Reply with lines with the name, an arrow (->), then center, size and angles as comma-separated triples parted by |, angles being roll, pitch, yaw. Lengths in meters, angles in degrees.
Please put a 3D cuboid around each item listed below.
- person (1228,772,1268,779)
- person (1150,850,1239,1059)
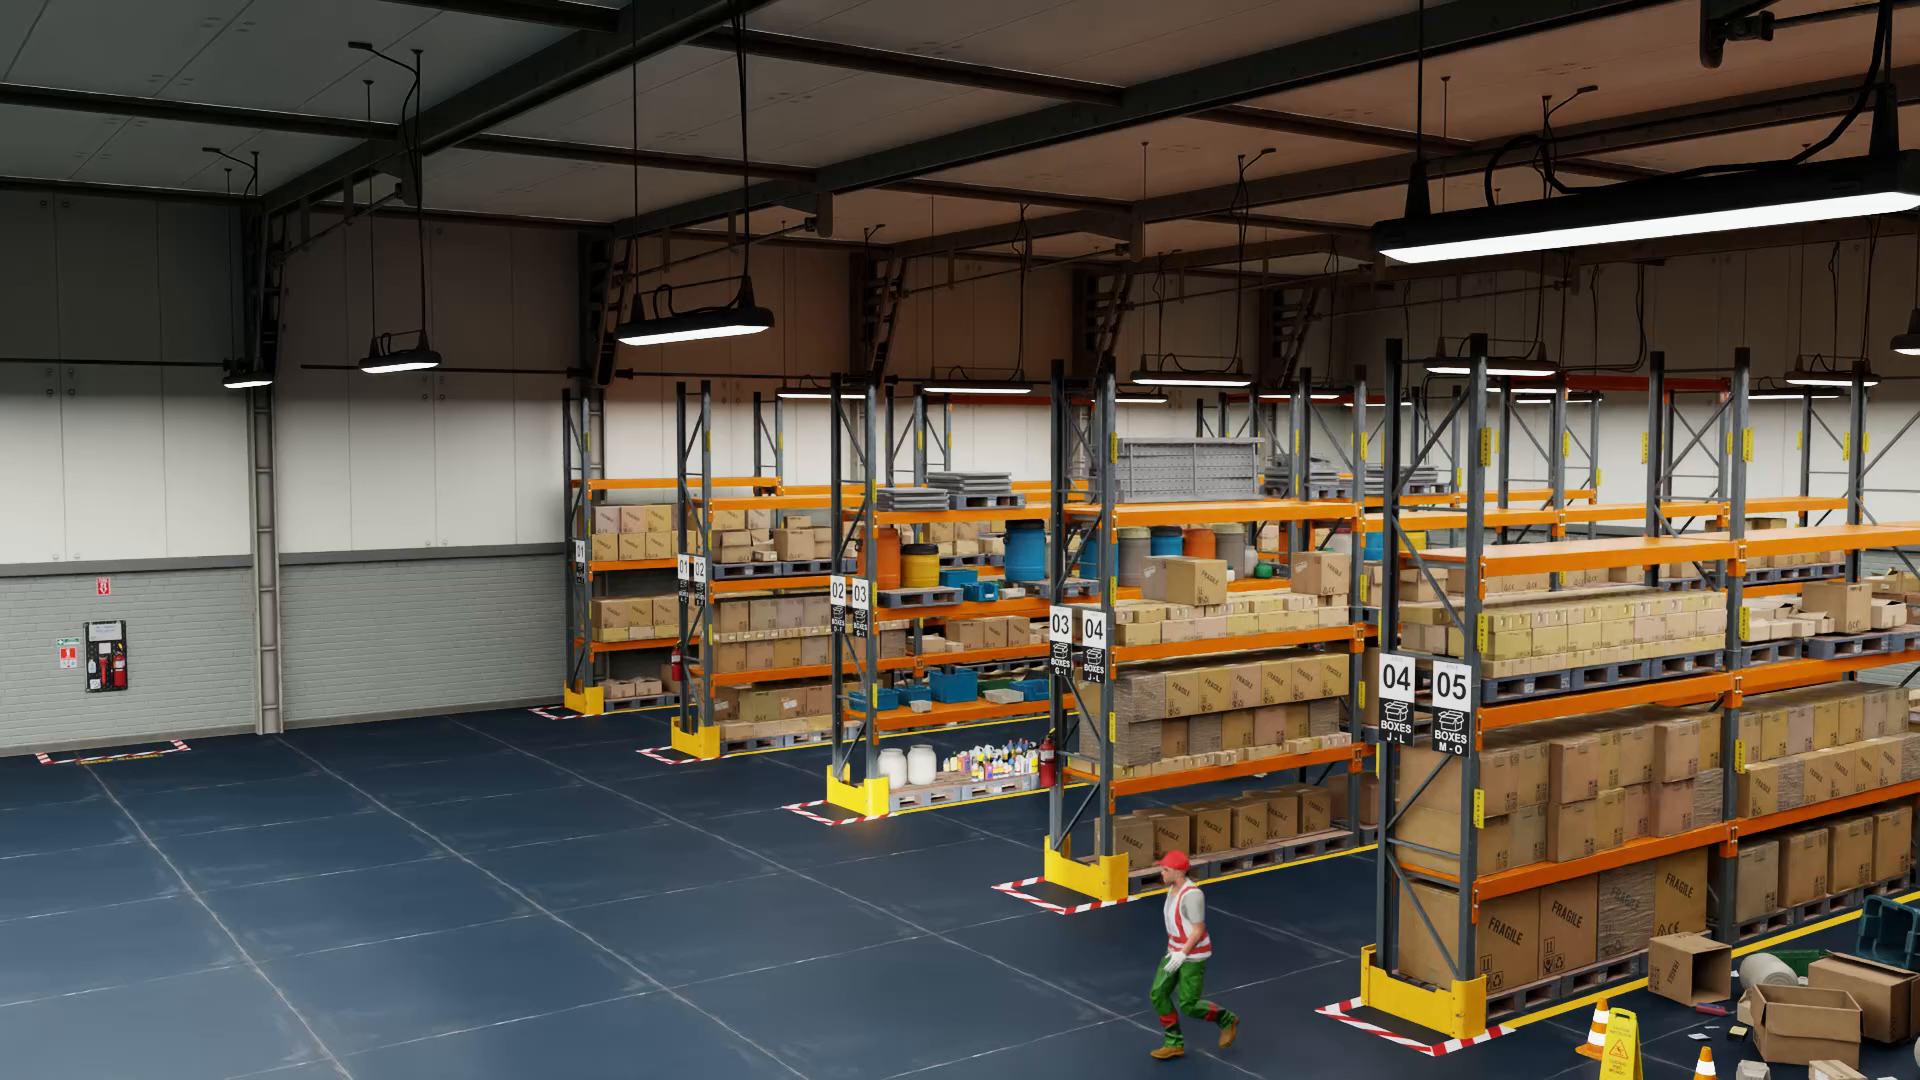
person -> 4.223, 2.783, 24.721 | 0.903, 1.546, 0.432 | -2, 4, -32
person -> 1.927, 3.428, 13.886 | 0.796, 1.698, 0.592 | -1, 4, -21
